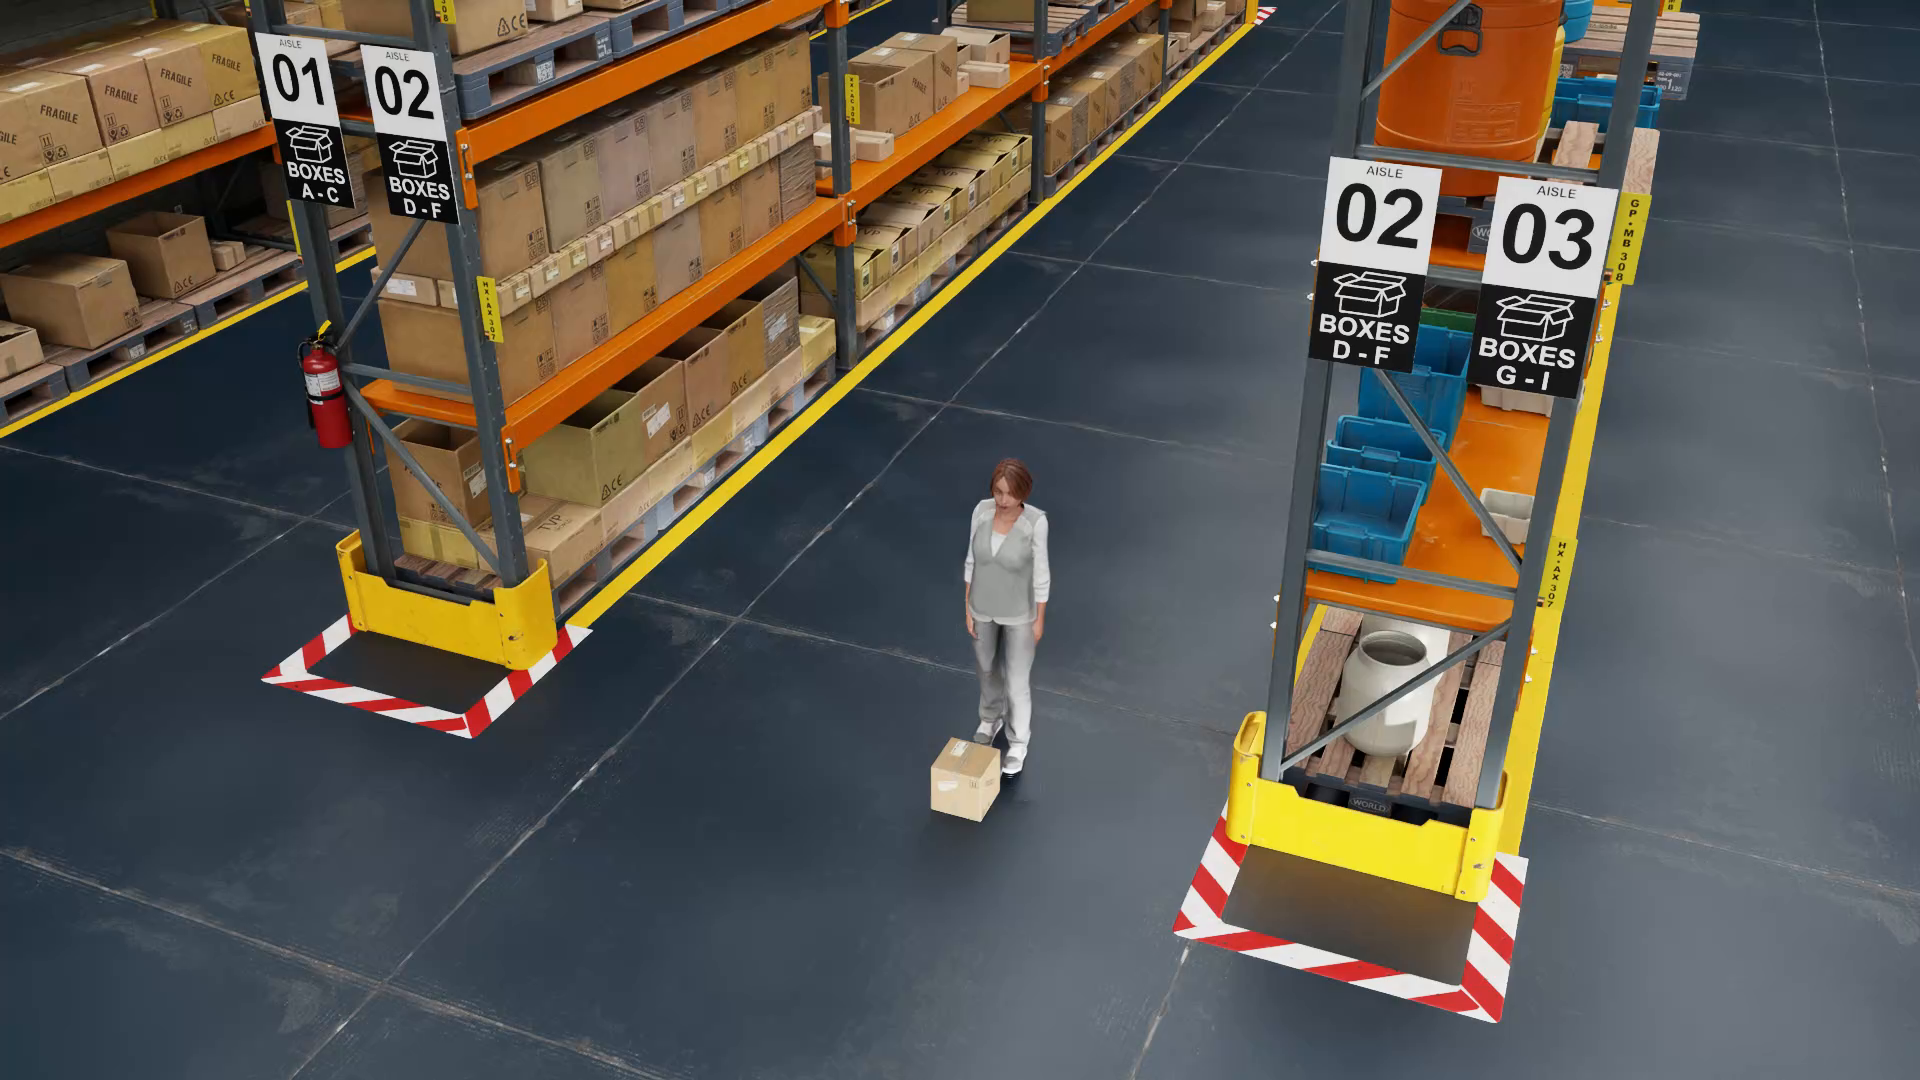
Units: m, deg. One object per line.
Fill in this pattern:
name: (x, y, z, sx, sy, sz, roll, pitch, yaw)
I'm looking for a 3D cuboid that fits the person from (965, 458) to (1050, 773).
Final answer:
person: (0.212, 0.352, 7.802, 0.411, 1.601, 0.448, 12, 32, 20)
